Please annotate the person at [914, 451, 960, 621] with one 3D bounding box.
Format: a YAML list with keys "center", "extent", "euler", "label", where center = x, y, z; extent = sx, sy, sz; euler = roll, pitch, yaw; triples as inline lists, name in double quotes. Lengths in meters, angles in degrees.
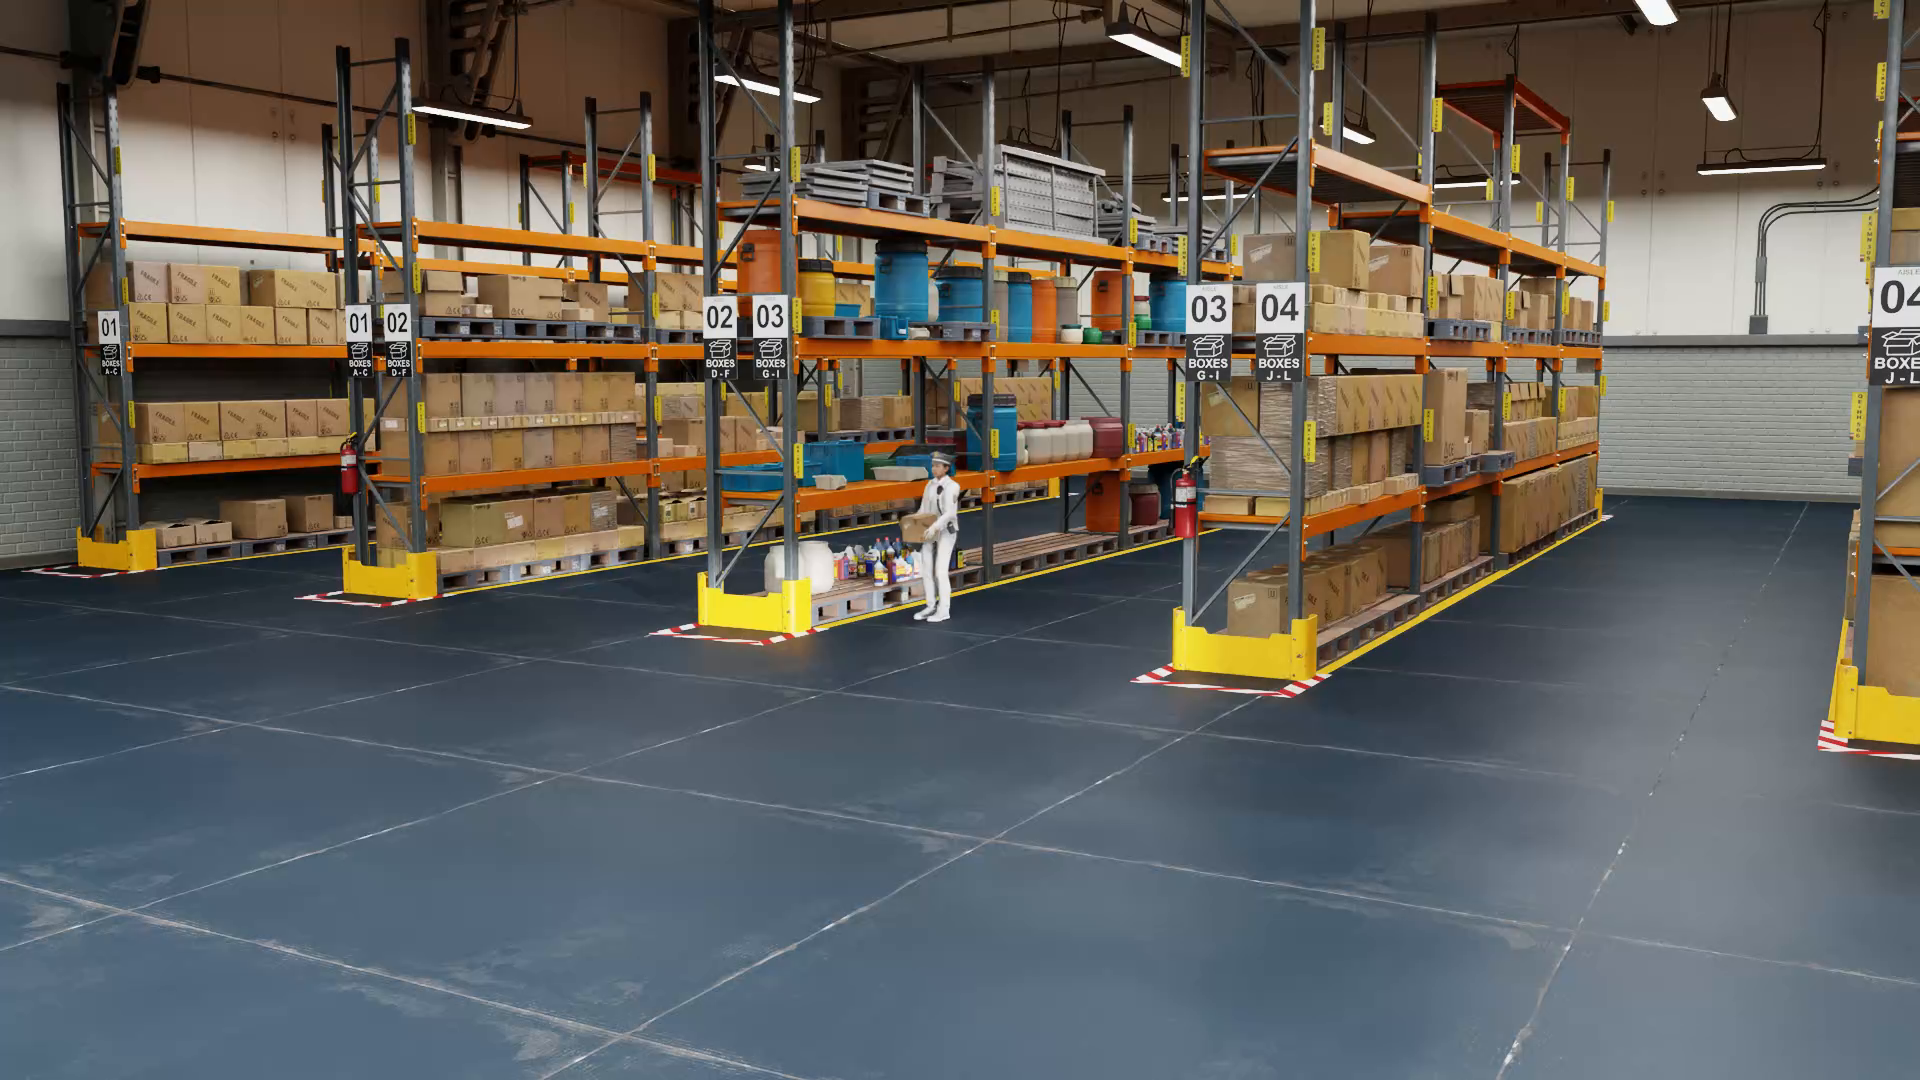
- center: [-0.260, -0.044, 16.632]
  extent: [0.489, 1.692, 0.489]
  euler: [-6, 8, -43]
  label: "person"
